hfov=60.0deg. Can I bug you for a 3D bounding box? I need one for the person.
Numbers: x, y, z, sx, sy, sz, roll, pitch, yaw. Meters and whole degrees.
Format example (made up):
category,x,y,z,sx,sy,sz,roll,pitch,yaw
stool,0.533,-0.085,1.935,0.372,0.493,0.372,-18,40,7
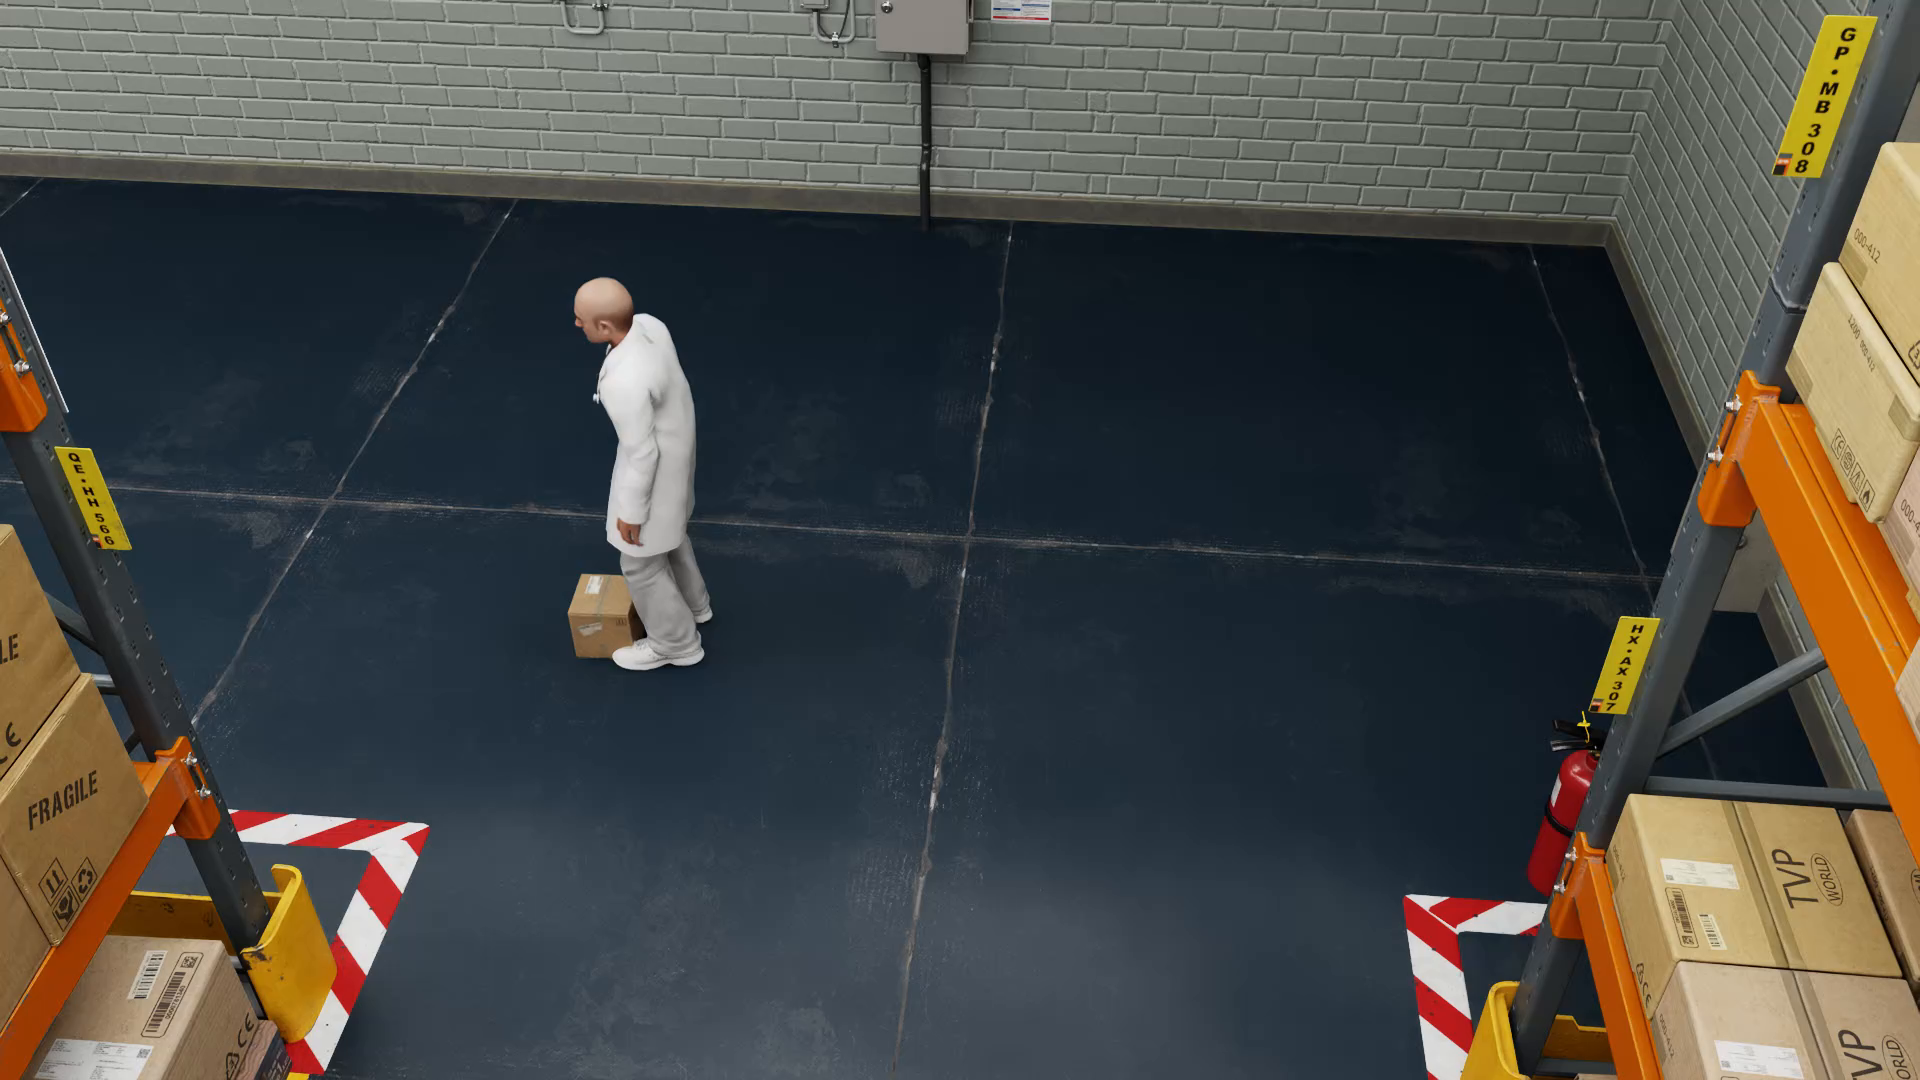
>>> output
category,x,y,z,sx,sy,sz,roll,pitch,yaw
person,-1.225,-0.250,6.472,0.429,1.772,0.645,1,40,1
